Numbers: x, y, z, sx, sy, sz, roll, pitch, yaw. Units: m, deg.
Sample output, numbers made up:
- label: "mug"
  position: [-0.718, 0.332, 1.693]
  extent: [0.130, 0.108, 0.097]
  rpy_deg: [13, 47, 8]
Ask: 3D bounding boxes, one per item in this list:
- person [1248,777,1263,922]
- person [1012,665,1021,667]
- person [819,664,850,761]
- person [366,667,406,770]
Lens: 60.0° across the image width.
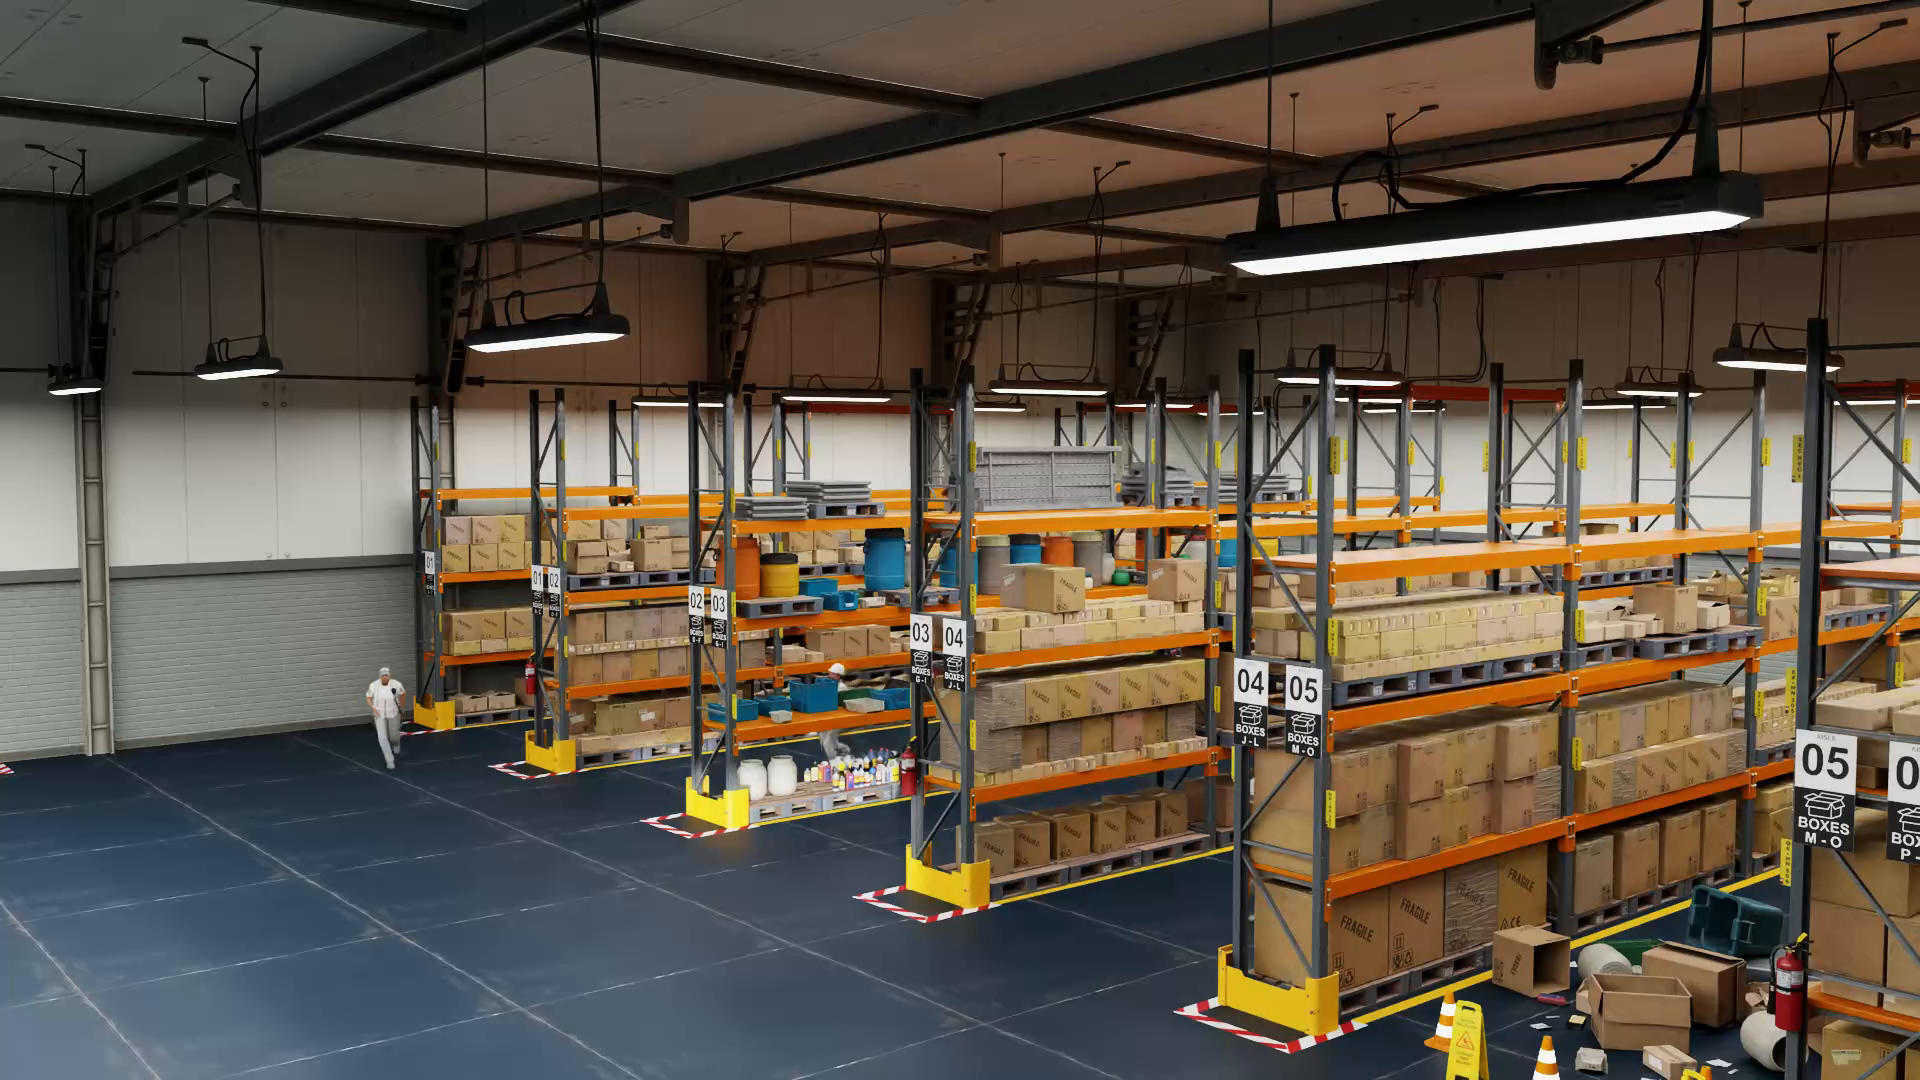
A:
- label: "person"
  position: [3.410, 3.290, 17.921]
  extent: [1.105, 1.581, 0.709]
  rpy_deg: [-2, 4, -35]
- label: "person"
  position: [1.006, 2.774, 28.044]
  extent: [0.500, 1.509, 0.617]
  rpy_deg: [0, 3, -8]
- label: "person"
  position: [-1.877, 2.780, 25.982]
  extent: [0.580, 1.724, 0.668]
  rpy_deg: [-2, 4, -32]
- label: "person"
  position: [-9.144, 2.804, 26.519]
  extent: [0.591, 1.621, 0.798]
  rpy_deg: [-1, 3, -11]
